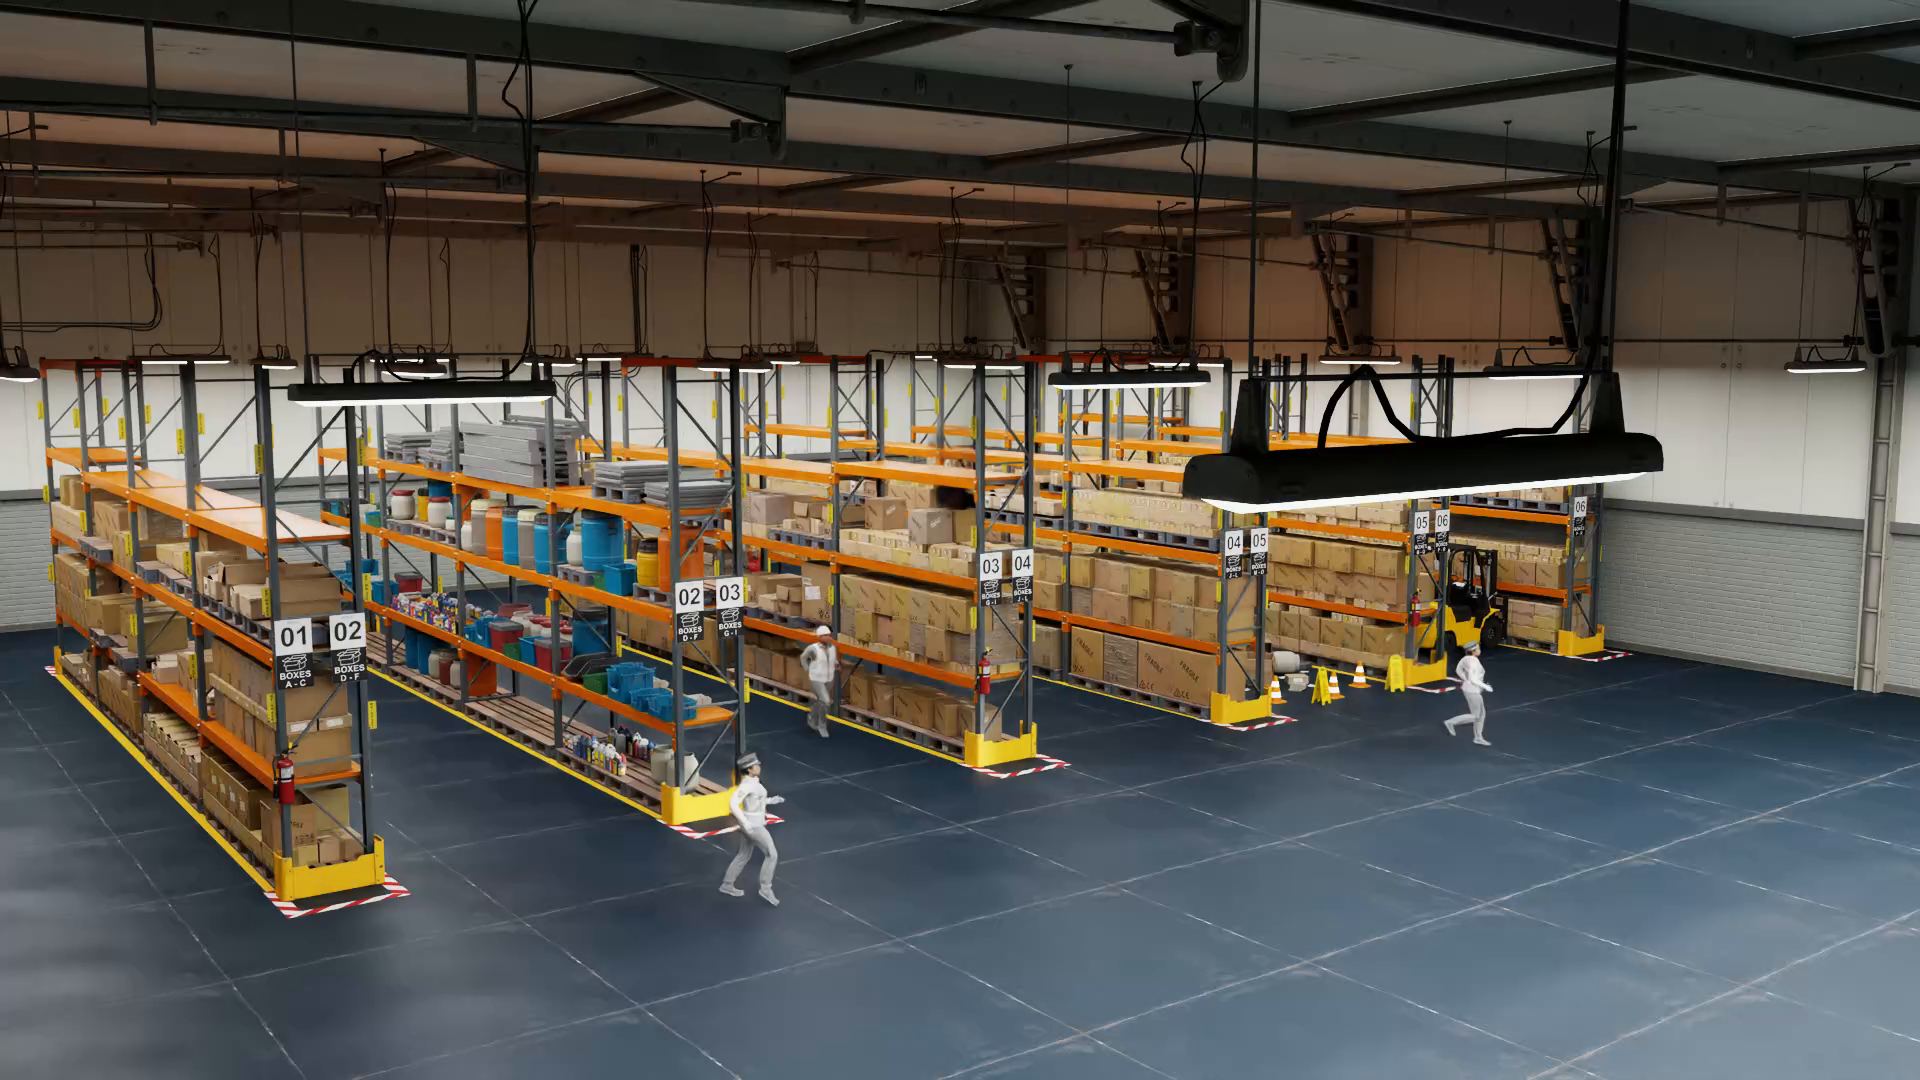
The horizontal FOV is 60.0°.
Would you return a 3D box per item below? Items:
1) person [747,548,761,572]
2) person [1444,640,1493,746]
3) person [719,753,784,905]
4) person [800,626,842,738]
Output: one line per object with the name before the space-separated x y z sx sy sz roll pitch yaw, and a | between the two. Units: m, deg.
person | -4.560 1.005 37.378 0.688 1.683 0.771 -3 8 -27
person | 7.977 2.396 26.081 0.758 1.687 0.630 1 7 4
person | -2.334 3.255 18.720 0.723 1.753 0.583 -1 7 -11
person | -2.218 2.265 26.736 0.847 1.811 0.574 7 10 44
